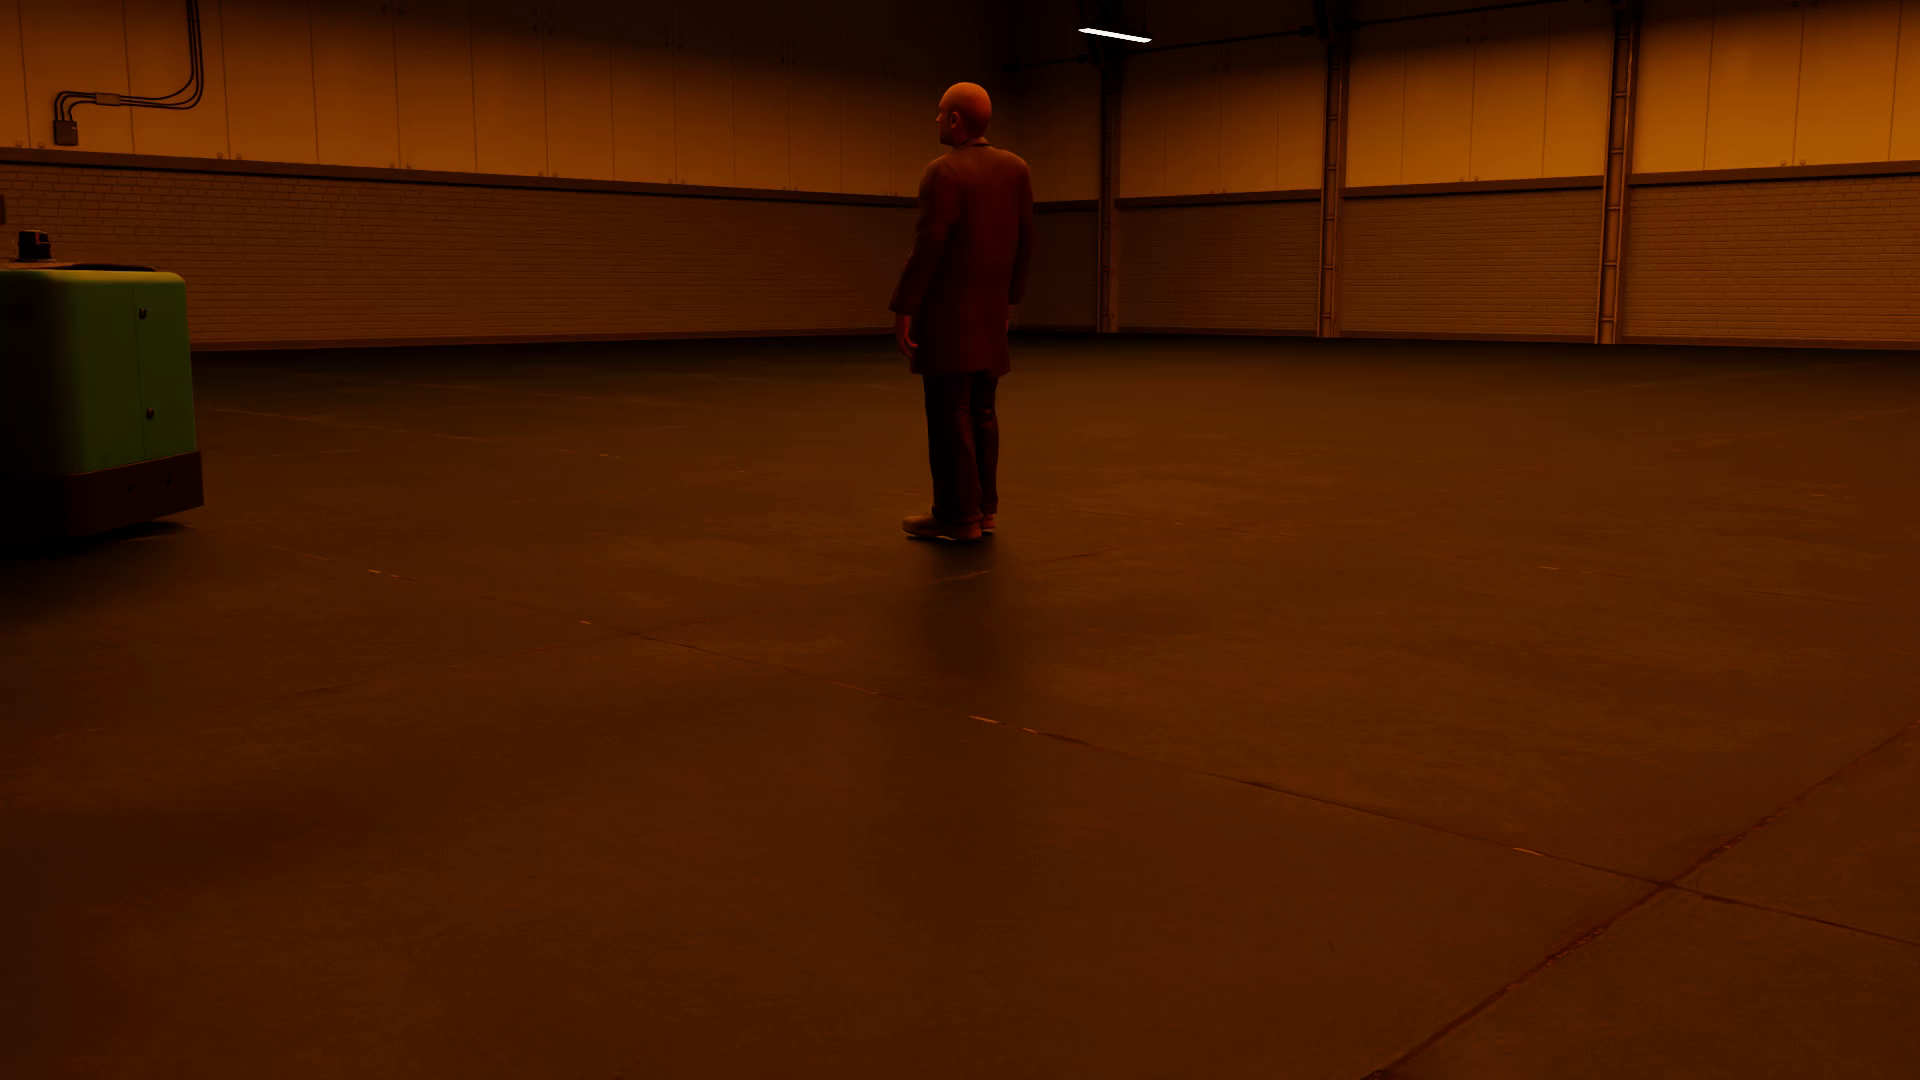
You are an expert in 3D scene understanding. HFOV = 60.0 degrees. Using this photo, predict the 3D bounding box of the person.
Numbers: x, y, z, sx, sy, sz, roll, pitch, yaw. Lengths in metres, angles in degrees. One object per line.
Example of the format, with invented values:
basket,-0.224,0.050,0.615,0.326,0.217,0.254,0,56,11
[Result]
person,-0.063,-0.871,6.654,0.579,1.726,0.698,8,12,43

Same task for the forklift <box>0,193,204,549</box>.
forklift,-4.814,-1.470,6.634,3.031,2.935,1.130,0,9,2
